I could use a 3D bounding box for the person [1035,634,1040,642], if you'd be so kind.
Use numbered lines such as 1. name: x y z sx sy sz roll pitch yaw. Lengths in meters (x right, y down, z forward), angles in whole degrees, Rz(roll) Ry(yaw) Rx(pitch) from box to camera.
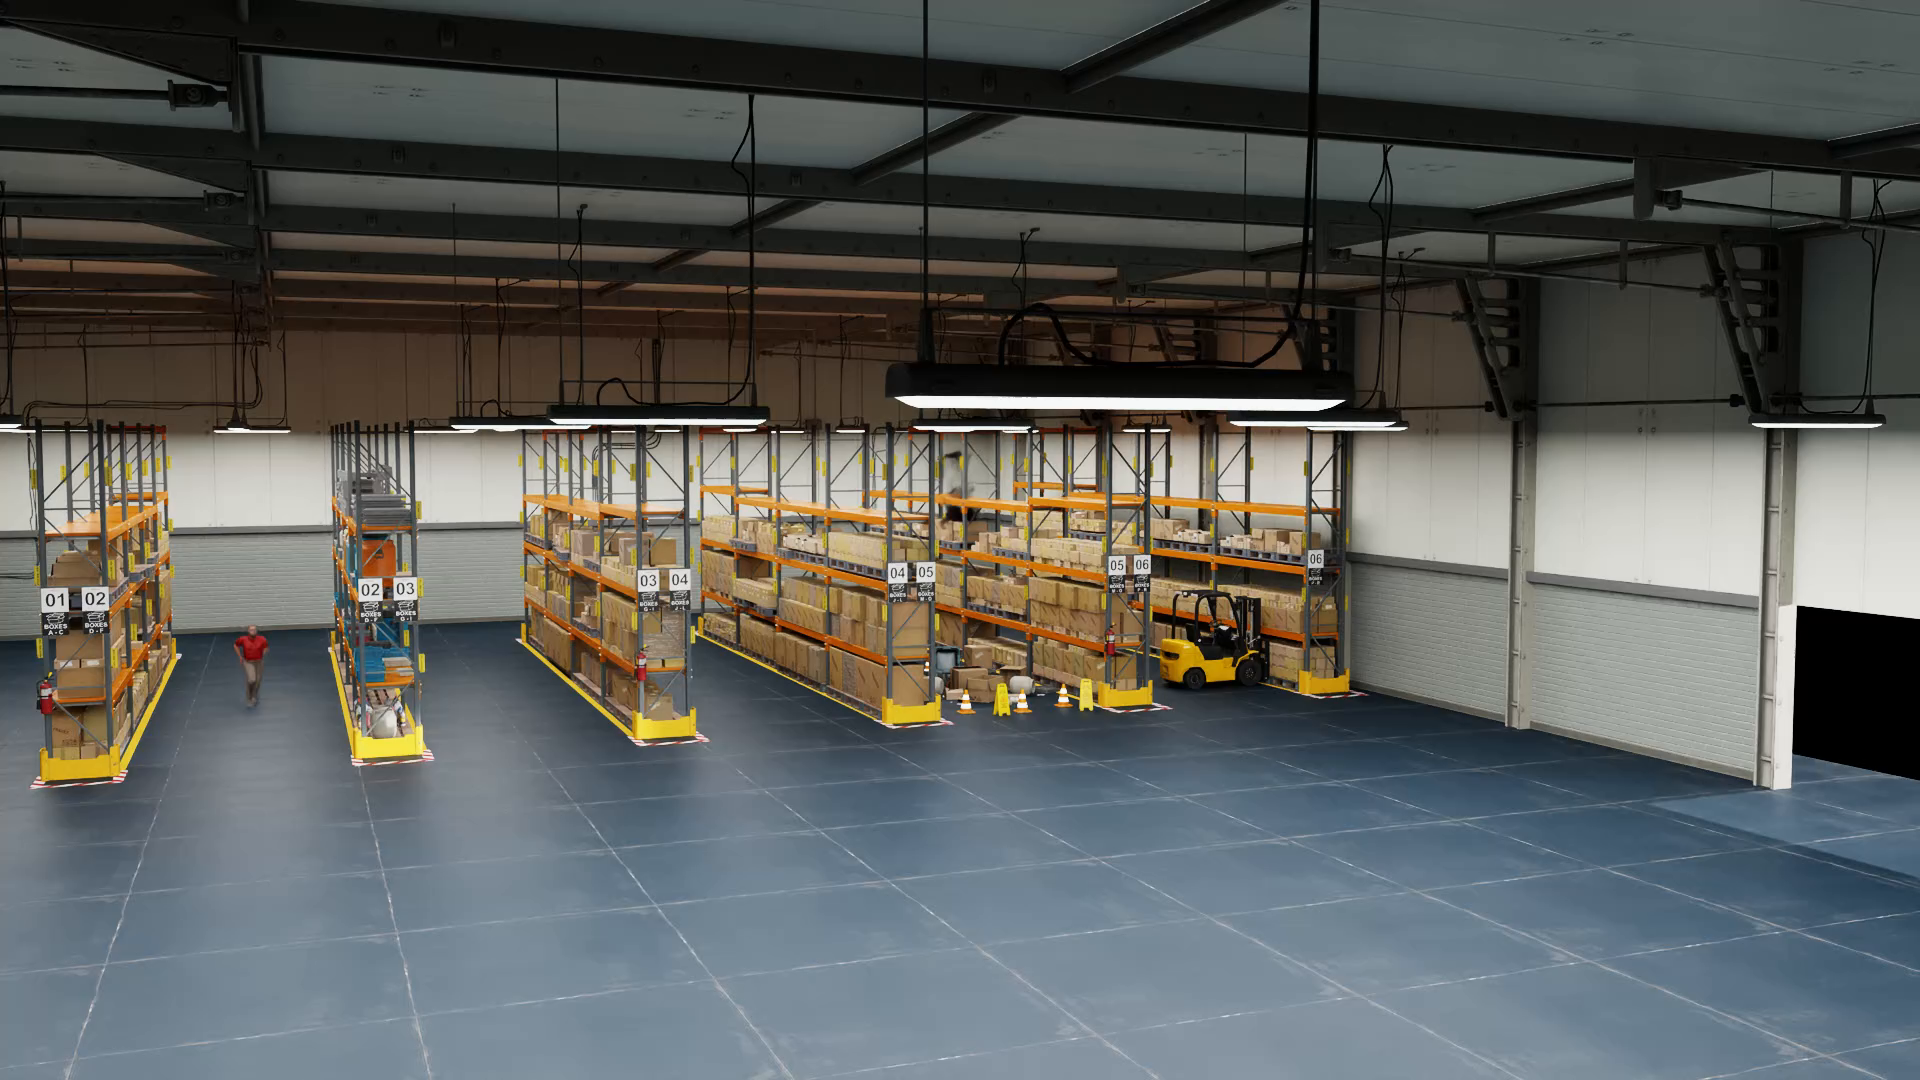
1. person: 2.210 2.095 43.833 0.723 1.759 1.095 -1 4 -22

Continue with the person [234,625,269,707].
1. person: -14.990 2.686 35.277 0.656 1.776 0.814 -2 4 -35

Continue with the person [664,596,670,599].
1. person: -7.866 1.991 45.467 0.673 1.832 0.929 -1 4 -9
